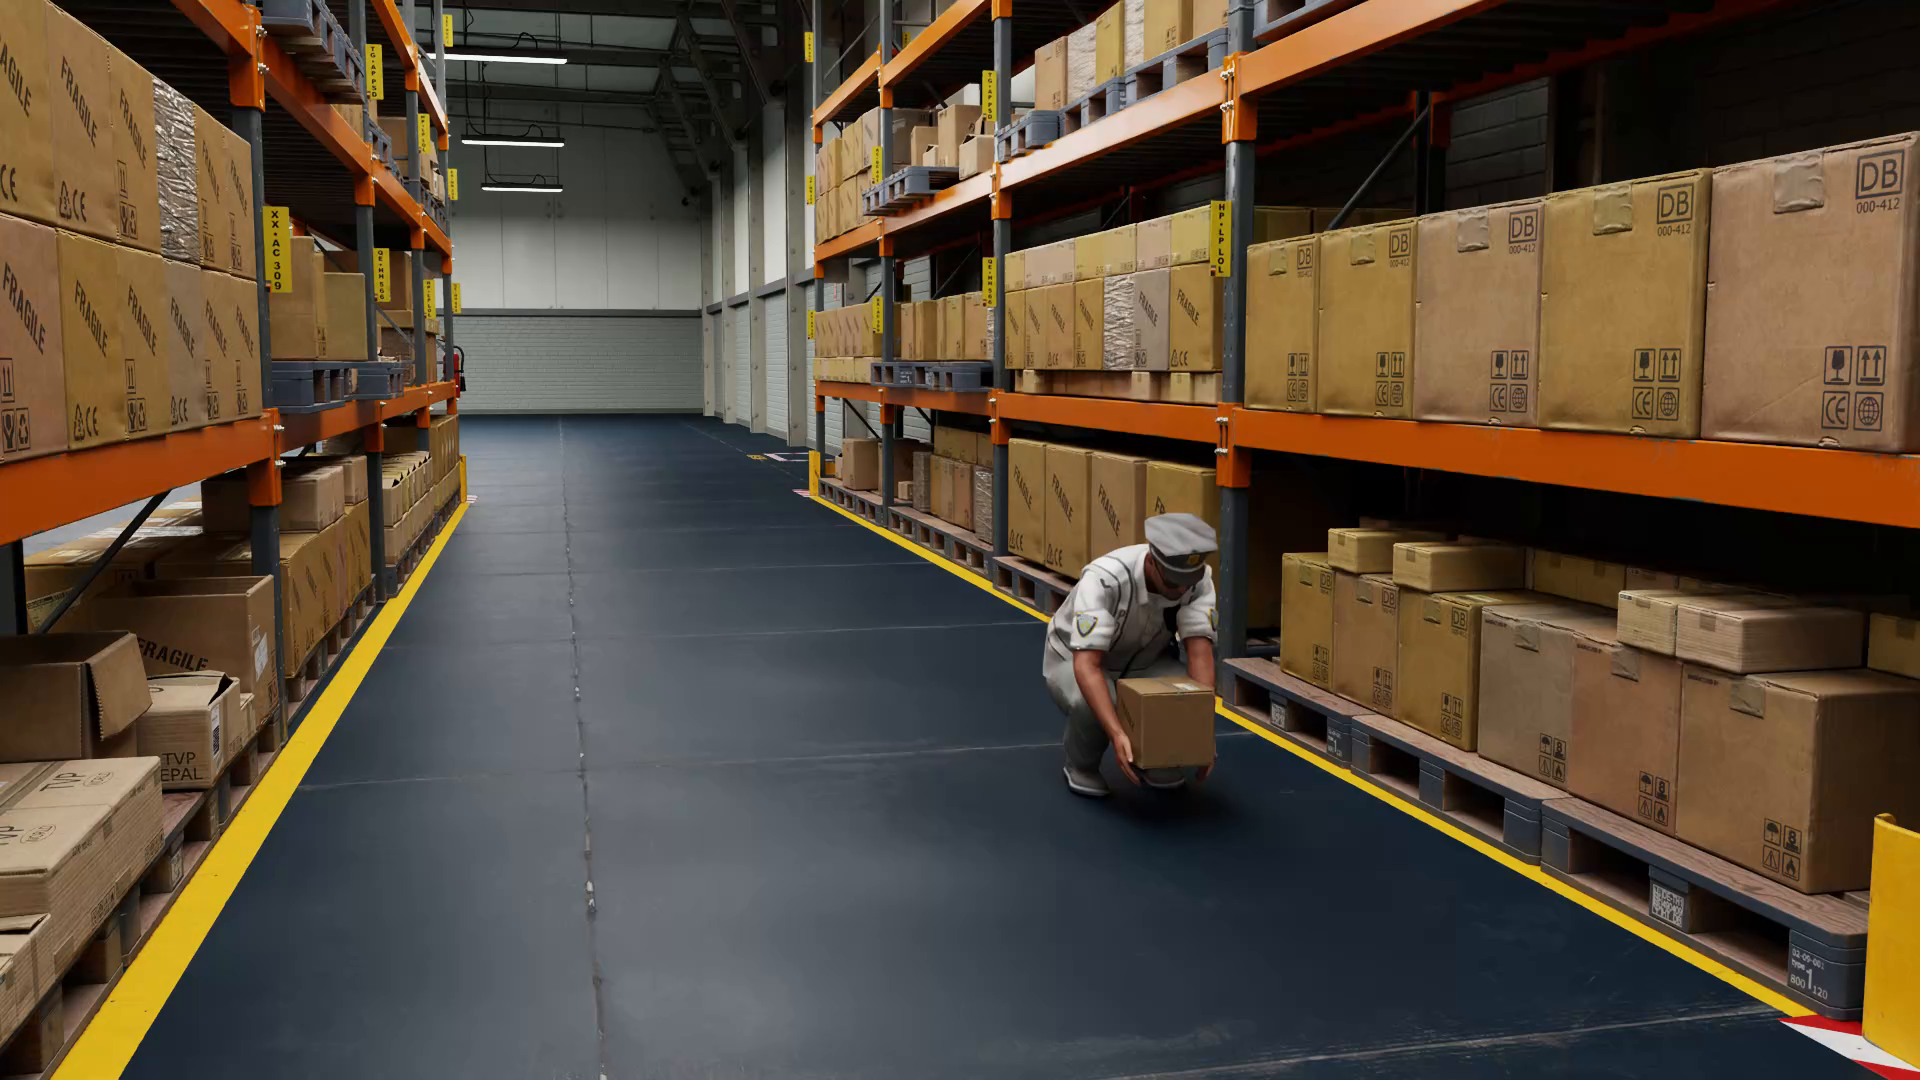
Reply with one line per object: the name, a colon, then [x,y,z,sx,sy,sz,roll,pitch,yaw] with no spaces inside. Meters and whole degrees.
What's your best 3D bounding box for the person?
person: [0.603,0.393,5.804,0.548,1.011,0.892,-2,6,-14]
